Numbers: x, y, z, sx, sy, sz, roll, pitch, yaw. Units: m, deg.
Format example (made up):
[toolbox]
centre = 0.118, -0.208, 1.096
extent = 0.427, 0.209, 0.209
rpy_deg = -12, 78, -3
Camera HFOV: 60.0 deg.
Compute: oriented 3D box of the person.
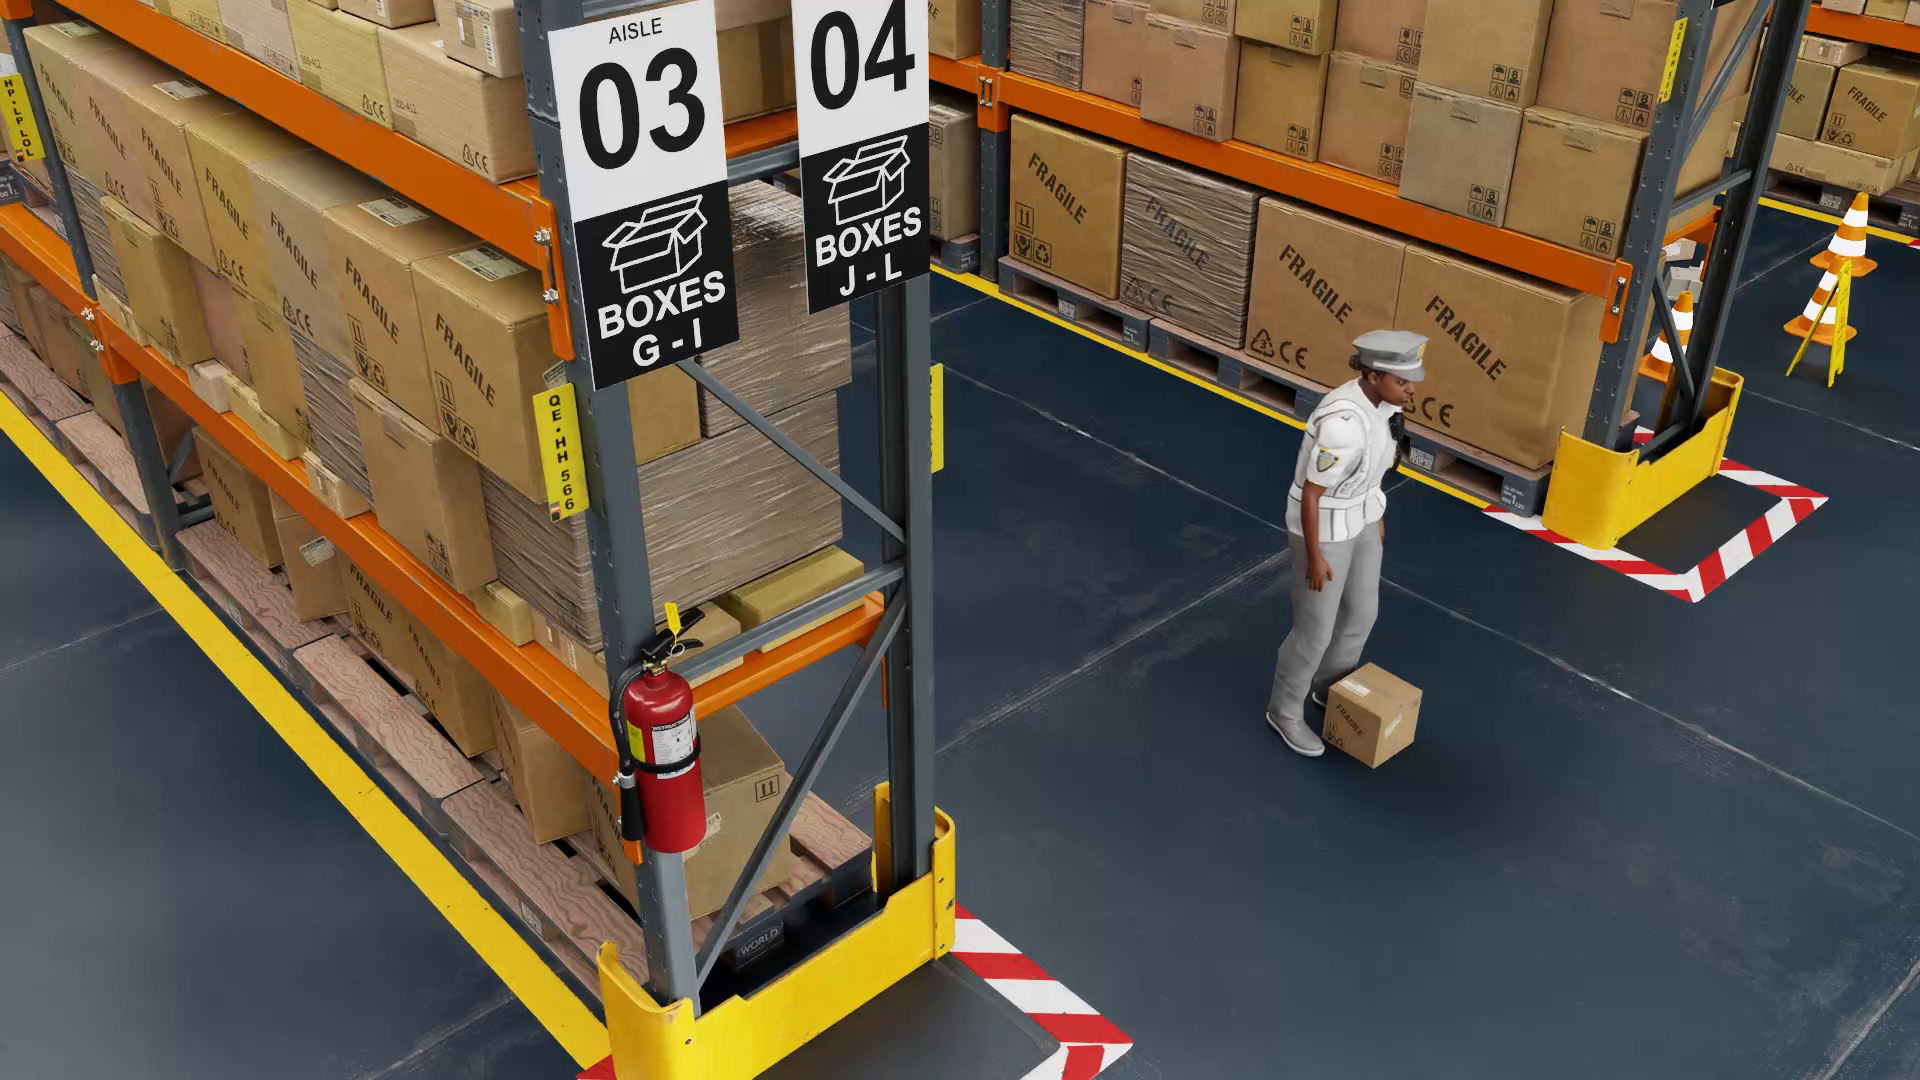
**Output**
[person]
centre = 1.424, -0.008, 6.150
extent = 0.428, 1.658, 0.528
rpy_deg = 27, 41, 36
